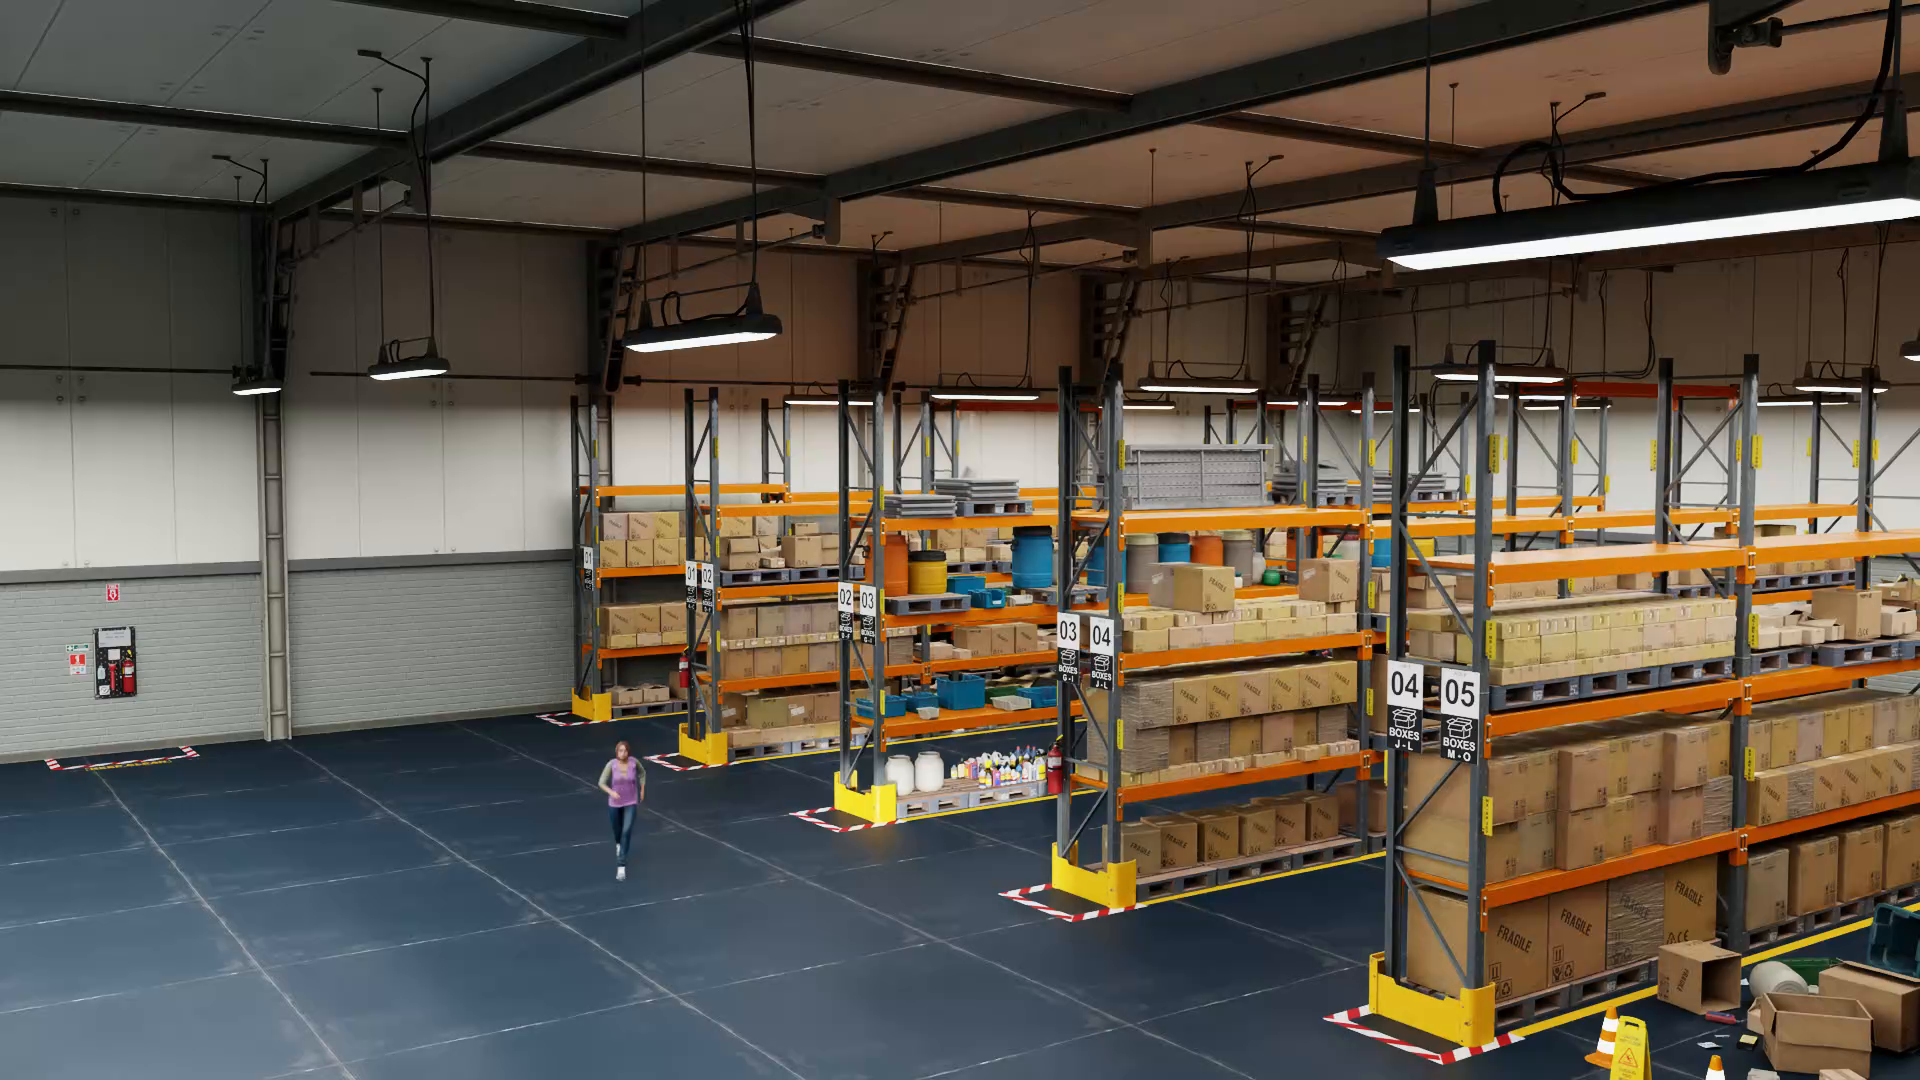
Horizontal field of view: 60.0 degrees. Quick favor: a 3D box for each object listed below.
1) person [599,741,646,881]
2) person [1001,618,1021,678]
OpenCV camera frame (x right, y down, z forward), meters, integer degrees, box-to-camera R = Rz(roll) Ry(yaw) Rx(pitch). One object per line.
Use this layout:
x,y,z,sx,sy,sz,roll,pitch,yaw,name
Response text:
-4.035,3.173,19.897,0.564,1.591,0.918,-1,4,-13,person
1.033,2.345,32.569,1.008,1.824,0.742,-3,4,-36,person
